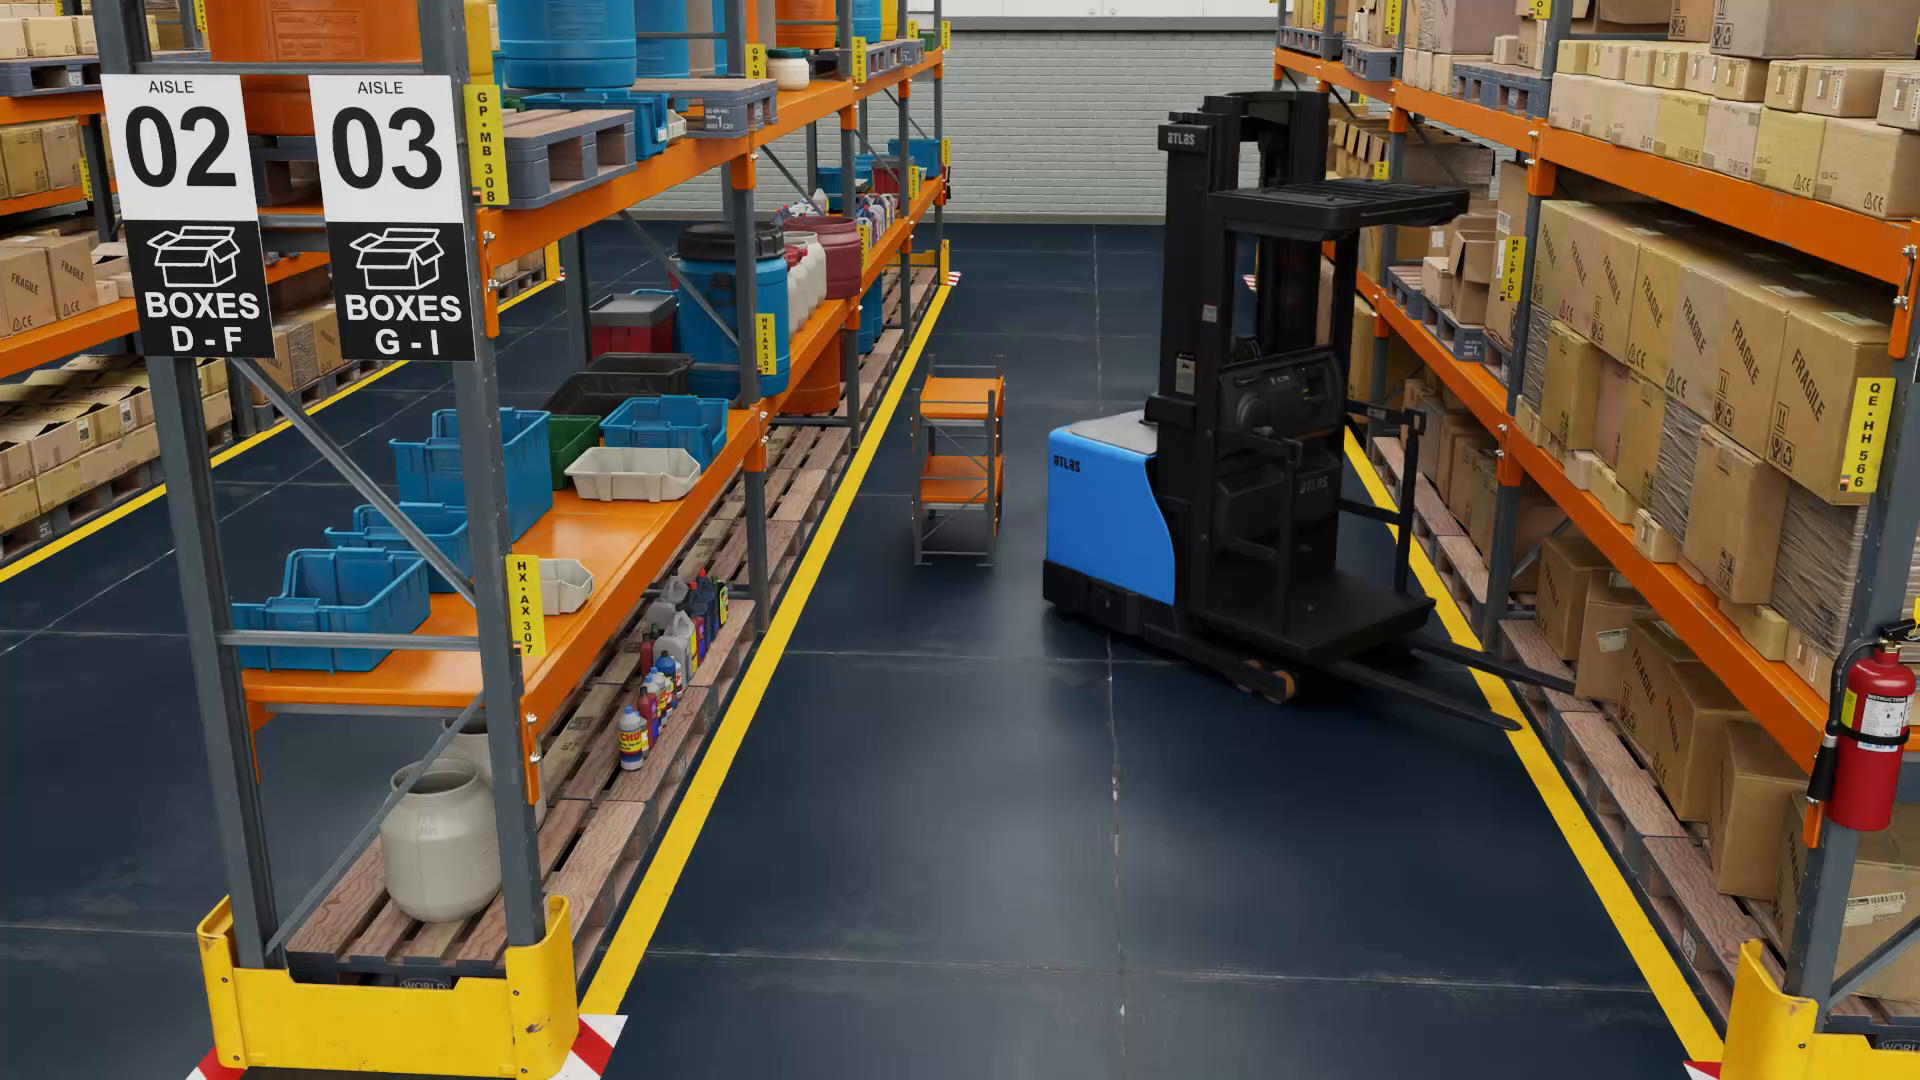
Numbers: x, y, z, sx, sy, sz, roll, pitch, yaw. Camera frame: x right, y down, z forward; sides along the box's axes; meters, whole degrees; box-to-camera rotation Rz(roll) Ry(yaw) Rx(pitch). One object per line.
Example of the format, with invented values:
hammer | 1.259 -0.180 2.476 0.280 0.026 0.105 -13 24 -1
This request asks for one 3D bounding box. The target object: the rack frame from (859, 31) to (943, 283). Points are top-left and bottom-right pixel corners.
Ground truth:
rack frame | -0.719 -4.651 20.300 1.000 3.000 0.127 1 18 4

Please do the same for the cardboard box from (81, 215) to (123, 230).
cardboard box | -10.396 -3.849 20.151 0.380 0.149 0.250 2 18 5

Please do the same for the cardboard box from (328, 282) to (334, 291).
cardboard box | -6.251 -2.231 16.222 0.500 0.500 0.500 2 18 5

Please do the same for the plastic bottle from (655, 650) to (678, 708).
plastic bottle | -1.379 0.649 7.800 0.097 0.271 0.097 0 18 0

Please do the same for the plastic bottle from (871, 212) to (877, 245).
plastic bottle | -0.771 -2.767 14.738 0.061 0.283 0.133 1 18 4

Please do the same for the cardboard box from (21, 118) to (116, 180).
cardboard box | -10.668 -4.630 19.754 0.980 0.700 0.700 1 18 3

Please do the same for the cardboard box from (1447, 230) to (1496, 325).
cardboard box | 3.393 -1.603 10.157 0.797 0.503 0.637 3 18 10

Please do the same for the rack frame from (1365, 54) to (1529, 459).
rack frame | 3.648 -2.056 12.380 1.000 3.000 0.127 1 18 4

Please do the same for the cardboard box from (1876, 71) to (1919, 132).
cardboard box | 2.783 -1.208 4.576 0.380 0.149 0.250 1 18 4

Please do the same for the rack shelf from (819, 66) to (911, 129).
rack shelf | -1.149 -3.871 14.258 1.077 0.370 4.000 1 18 4

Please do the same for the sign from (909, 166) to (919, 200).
sign | -0.457 -3.528 16.427 0.100 0.325 0.005 1 18 4

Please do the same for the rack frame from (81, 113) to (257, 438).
rack frame | -6.233 -2.278 13.059 1.000 3.000 0.127 1 18 4

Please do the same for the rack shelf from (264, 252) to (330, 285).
rack shelf | -6.089 -2.558 15.066 1.077 0.370 4.000 1 18 4

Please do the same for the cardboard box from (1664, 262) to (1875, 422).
cardboard box | 2.936 -0.722 6.066 0.500 0.500 0.500 1 18 4

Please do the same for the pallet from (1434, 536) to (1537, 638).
pallet | 3.415 0.270 9.761 1.003 0.211 1.213 1 18 4

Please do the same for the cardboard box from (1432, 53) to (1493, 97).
cardboard box | 3.296 -2.951 10.534 0.500 0.250 0.500 2 18 5

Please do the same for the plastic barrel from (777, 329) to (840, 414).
plastic barrel | -1.274 -1.487 13.455 0.600 0.830 0.708 1 18 4

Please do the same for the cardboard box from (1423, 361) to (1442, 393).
cardboard box | 3.630 -1.225 11.947 0.500 0.250 0.500 2 18 6

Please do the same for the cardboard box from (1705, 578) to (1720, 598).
cardboard box | 2.966 0.144 6.068 0.380 0.149 0.250 1 18 4

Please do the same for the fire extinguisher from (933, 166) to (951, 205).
fire extinguisher | -0.255 -4.474 20.482 0.296 0.674 0.183 1 18 4

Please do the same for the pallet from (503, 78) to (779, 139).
pallet | -1.533 -2.034 7.798 1.213 0.211 1.003 1 18 4

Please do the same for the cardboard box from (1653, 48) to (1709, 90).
cardboard box | 2.974 -1.857 6.557 0.380 0.149 0.250 1 18 3

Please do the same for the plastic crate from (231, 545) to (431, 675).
plastic crate | -2.129 0.227 5.653 0.499 0.251 0.616 1 18 4

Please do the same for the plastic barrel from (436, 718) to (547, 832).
plastic barrel | -1.859 0.939 6.561 0.421 0.512 0.421 0 18 0

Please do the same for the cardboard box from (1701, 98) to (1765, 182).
cardboard box | 2.933 -1.395 5.787 0.500 0.250 0.500 2 18 5

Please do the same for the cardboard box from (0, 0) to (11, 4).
cardboard box | -10.526 -5.962 17.687 0.500 0.500 0.500 1 18 3

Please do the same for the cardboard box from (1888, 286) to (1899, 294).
cardboard box | 3.428 -0.555 5.556 0.500 0.500 0.500 1 18 4

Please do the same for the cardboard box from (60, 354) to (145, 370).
cardboard box | -6.563 -1.282 12.858 0.500 0.311 0.500 2 18 6

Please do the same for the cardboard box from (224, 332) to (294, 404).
cardboard box | -5.915 -1.434 13.791 0.500 0.500 0.500 2 18 6

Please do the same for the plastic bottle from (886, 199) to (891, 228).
plastic bottle | -0.738 -3.107 15.786 0.152 0.276 0.135 1 18 4

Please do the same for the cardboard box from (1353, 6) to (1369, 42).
cardboard box | 3.766 -4.542 14.619 0.500 0.311 0.500 1 18 2

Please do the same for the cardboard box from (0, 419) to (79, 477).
cardboard box | -6.164 -0.634 10.882 0.500 0.311 0.500 1 18 2

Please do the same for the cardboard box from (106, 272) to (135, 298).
cardboard box | -6.022 -1.873 12.226 0.380 0.149 0.250 1 18 4

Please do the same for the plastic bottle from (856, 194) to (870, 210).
plastic bottle | -0.902 -3.038 15.458 0.144 0.351 0.185 1 18 4

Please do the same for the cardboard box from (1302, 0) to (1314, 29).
cardboard box | 4.088 -5.764 17.884 0.700 0.500 0.500 0 18 0

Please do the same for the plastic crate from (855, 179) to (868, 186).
plastic crate | -1.181 -3.860 18.212 0.293 0.136 0.466 1 18 4

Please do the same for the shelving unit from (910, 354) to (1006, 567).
shelving unit | 0.000 -0.537 10.754 0.538 1.125 1.048 1 18 4

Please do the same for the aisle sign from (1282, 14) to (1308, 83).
aisle sign | 3.927 -5.805 19.647 0.394 0.787 0.004 1 18 4

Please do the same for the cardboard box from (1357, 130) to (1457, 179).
cardboard box | 3.807 -3.218 14.154 0.797 0.503 0.637 2 18 6

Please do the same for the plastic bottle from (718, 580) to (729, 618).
plastic bottle | -1.294 0.316 8.928 0.097 0.201 0.097 0 18 0

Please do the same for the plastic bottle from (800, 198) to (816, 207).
plastic bottle | -1.445 -3.101 15.769 0.152 0.276 0.135 1 18 4

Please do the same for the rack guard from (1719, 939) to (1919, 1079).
rack guard | 3.080 1.593 5.259 1.175 0.500 0.348 1 18 4

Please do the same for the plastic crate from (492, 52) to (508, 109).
plastic crate | -2.030 -1.699 6.498 0.392 0.384 0.575 1 18 4

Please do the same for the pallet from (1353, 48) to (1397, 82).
pallet | 3.641 -3.593 12.556 1.213 0.211 1.003 2 18 6

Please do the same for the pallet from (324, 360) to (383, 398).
pallet | -6.051 -1.562 15.351 1.003 0.211 1.213 1 18 4

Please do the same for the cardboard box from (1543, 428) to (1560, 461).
cardboard box | 3.024 -0.479 7.970 0.380 0.149 0.250 1 18 4

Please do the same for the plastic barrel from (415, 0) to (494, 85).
plastic barrel | -1.911 -1.753 5.662 0.600 0.588 0.600 0 18 0

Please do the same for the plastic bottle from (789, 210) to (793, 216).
plastic bottle | -1.538 -2.817 14.911 0.097 0.271 0.097 0 18 0

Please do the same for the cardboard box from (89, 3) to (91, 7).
cardboard box | -10.388 -6.240 19.738 0.500 0.250 0.500 2 18 6

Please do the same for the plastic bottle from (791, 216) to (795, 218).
plastic bottle | -1.450 -2.655 14.397 0.061 0.283 0.133 1 18 4

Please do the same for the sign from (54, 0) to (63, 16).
sign | -6.774 -3.962 12.550 0.100 0.325 0.005 1 18 4

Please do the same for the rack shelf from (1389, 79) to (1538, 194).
rack shelf | 3.504 -2.518 10.129 1.077 0.370 4.000 1 18 4

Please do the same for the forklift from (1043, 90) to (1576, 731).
forklift | 1.813 -0.742 8.482 1.130 2.935 3.031 -15 23 -38

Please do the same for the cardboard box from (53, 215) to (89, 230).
cardboard box | -10.777 -3.859 20.180 0.380 0.149 0.250 1 18 4

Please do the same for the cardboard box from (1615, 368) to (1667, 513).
cardboard box | 3.184 -0.398 6.681 0.875 0.500 0.500 1 18 4

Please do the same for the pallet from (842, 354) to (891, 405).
pallet | -1.187 -1.465 15.055 1.003 0.211 1.213 1 18 4
